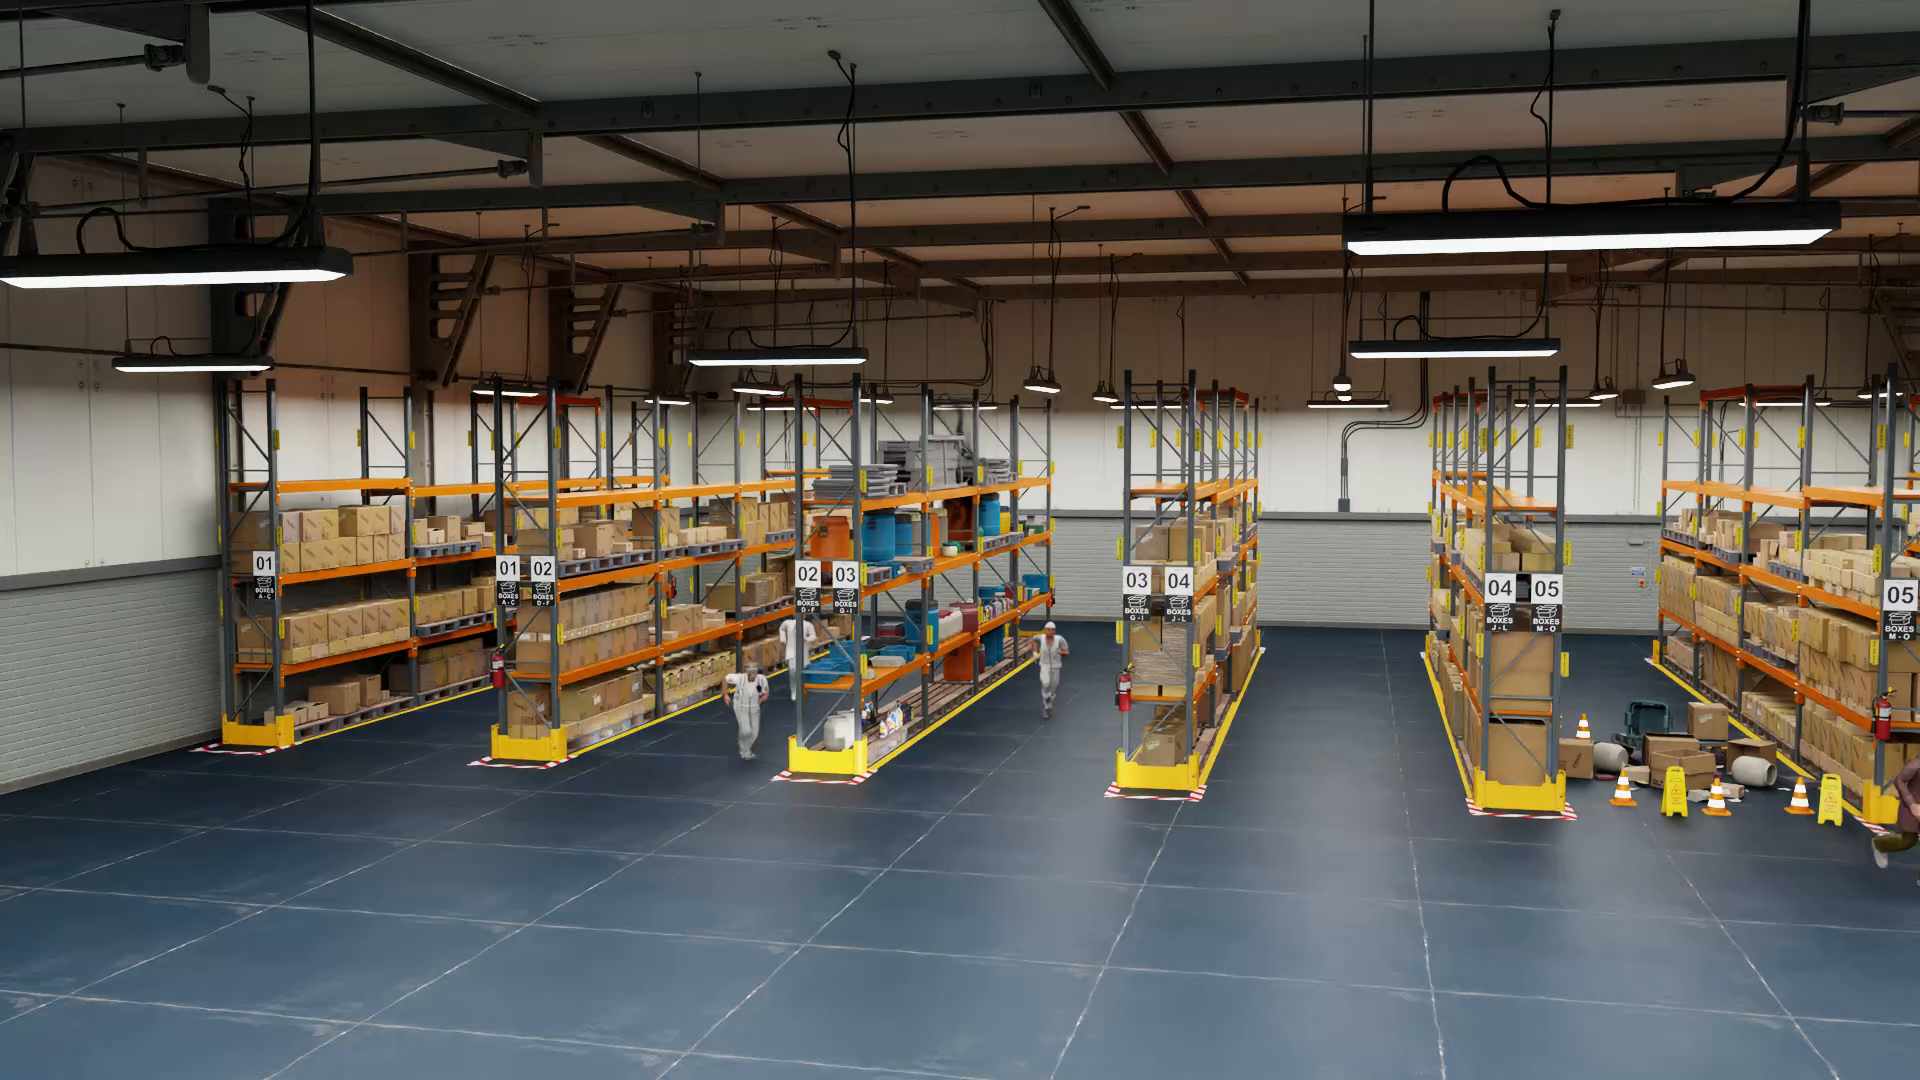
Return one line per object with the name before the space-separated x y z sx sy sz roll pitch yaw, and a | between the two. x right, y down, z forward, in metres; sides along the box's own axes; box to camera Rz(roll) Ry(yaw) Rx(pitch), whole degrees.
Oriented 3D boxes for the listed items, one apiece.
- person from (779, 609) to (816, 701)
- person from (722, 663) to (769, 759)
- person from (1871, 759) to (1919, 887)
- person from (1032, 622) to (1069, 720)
person | -3.147 2.206 32.254 0.728 1.794 0.878 0 3 -2
person | -3.327 2.656 25.841 0.698 1.572 0.941 -1 4 -19
person | 10.704 3.061 18.695 0.730 1.711 1.029 -1 4 -19
person | 1.625 2.328 29.997 0.646 1.764 0.952 0 3 -2
